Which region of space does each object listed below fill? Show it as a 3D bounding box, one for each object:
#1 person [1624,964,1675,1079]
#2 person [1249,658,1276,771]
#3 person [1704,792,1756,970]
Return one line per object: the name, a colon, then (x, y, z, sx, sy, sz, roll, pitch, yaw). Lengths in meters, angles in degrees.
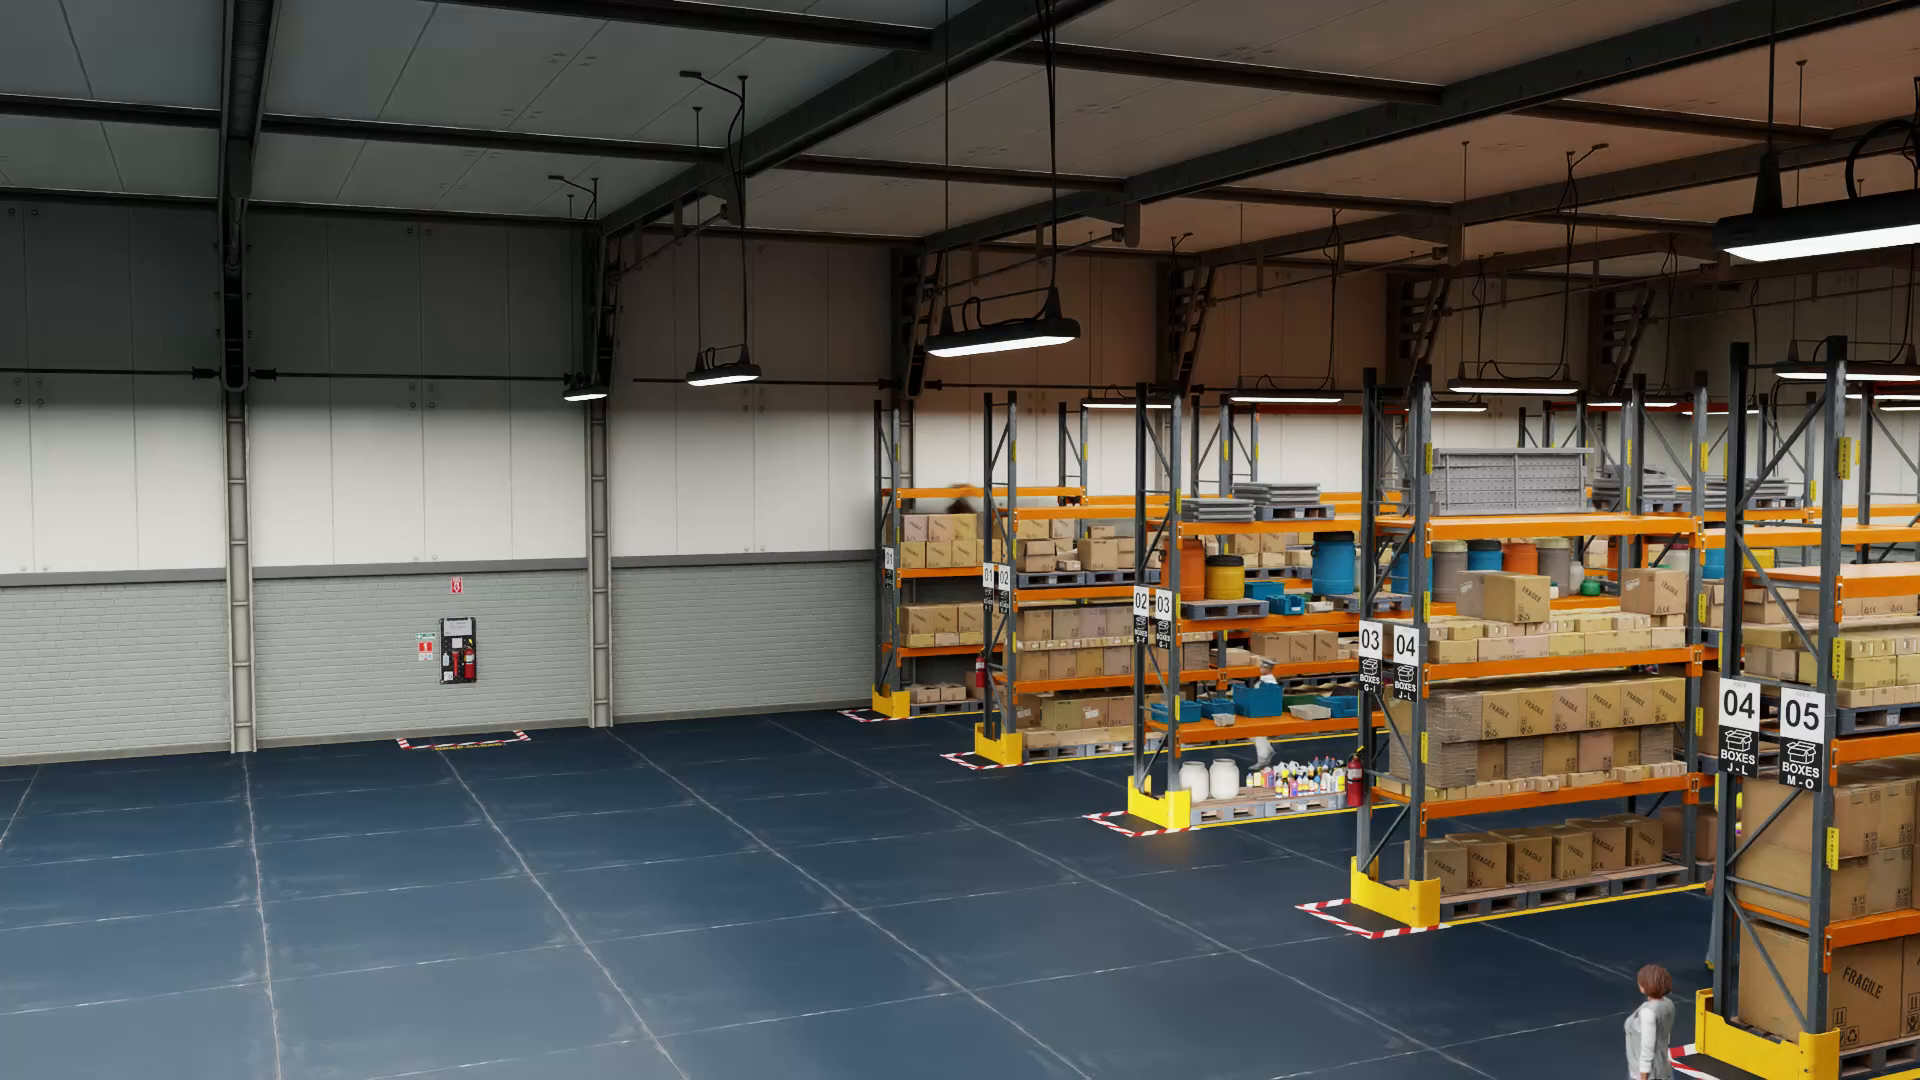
person: (4.754, 3.691, 11.368, 0.522, 1.593, 0.423, 1, 3, 17)
person: (4.839, 2.754, 26.539, 0.697, 1.752, 0.635, -1, 4, -19)
person: (7.581, 3.335, 16.283, 0.637, 1.762, 0.497, -1, 3, -13)
